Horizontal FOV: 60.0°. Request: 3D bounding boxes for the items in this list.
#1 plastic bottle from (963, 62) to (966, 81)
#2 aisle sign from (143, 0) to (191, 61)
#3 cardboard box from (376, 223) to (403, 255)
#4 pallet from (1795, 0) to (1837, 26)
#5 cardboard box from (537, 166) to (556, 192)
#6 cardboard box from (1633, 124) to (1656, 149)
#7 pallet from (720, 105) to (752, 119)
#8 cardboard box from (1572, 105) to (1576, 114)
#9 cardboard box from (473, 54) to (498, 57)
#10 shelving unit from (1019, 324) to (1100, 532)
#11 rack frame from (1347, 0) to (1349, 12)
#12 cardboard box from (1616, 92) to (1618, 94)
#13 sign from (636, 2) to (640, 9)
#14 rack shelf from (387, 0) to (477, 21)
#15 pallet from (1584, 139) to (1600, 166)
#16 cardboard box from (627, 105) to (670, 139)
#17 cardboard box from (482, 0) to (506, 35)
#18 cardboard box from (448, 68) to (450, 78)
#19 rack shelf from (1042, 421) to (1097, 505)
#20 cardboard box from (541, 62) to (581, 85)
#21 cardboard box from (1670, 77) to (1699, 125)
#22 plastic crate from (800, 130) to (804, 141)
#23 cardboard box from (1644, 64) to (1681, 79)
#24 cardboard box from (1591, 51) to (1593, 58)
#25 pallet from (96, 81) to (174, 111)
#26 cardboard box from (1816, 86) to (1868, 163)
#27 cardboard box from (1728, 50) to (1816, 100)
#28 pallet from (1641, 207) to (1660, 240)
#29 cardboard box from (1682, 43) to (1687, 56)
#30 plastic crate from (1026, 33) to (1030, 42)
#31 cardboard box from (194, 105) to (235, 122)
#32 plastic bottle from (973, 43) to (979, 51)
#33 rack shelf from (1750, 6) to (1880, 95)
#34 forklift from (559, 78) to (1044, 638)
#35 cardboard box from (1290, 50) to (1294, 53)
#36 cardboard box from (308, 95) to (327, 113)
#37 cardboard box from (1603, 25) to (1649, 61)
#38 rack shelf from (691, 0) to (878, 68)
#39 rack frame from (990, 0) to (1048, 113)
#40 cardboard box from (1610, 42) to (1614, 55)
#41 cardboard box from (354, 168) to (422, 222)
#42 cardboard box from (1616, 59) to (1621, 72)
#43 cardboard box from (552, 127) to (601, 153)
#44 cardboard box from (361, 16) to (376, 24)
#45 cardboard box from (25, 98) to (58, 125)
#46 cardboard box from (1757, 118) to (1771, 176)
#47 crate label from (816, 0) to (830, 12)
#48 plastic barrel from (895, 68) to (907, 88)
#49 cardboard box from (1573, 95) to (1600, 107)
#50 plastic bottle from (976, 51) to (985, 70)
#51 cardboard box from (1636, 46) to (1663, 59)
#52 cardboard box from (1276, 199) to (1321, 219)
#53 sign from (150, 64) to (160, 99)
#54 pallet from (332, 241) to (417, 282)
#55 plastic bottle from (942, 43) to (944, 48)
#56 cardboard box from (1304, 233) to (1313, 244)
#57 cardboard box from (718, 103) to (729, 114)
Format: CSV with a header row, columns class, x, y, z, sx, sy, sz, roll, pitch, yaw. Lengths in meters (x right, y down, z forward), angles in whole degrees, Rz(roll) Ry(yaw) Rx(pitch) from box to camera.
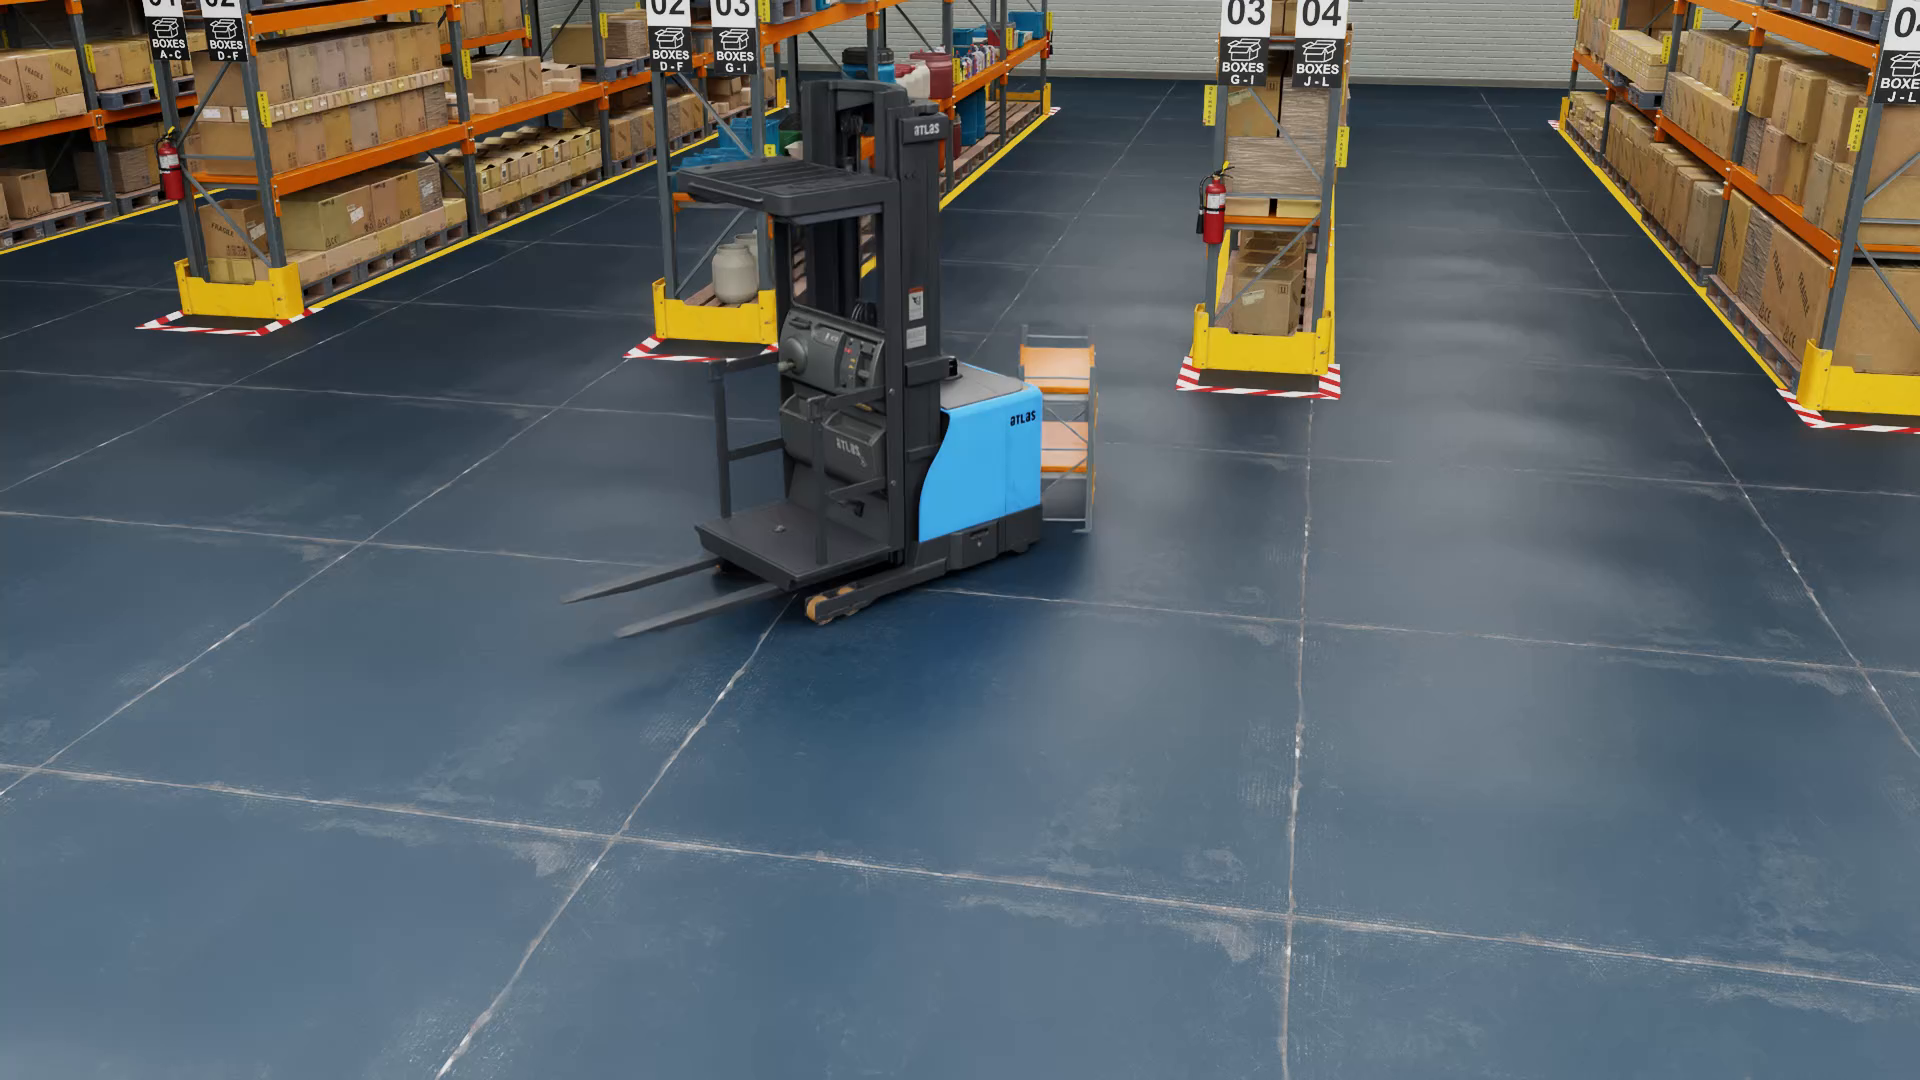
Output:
class,x,y,z,sx,sy,sz,roll,pitch,yaw
plastic bottle,0.032,-6.612,23.427,0.097,0.271,0.097,0,22,0
aisle sign,-7.373,-4.852,15.407,0.394,0.787,0.004,4,22,11
cardboard box,-6.437,-3.295,18.139,0.500,0.250,0.500,4,22,11
pallet,7.848,-4.546,14.231,1.003,0.211,1.213,4,22,11
cardboard box,-5.618,-4.721,21.680,0.500,0.250,0.500,5,22,12
cardboard box,9.067,-5.241,21.632,0.500,0.250,0.500,5,22,12
pallet,-4.236,-7.442,29.049,1.003,0.211,1.213,4,22,11
cardboard box,10.255,-7.071,27.250,0.380,0.149,0.250,4,22,11
cardboard box,-8.873,-9.009,31.124,0.380,0.149,0.250,5,22,11
shelving unit,0.654,-0.777,11.278,0.538,1.125,1.048,1,22,3
rack frame,2.625,-5.674,12.897,1.000,3.000,0.127,4,22,11
cardboard box,10.865,-7.264,27.331,0.380,0.149,0.250,5,22,12
sign,-5.156,-8.477,26.728,0.100,0.325,0.005,4,22,11
rack shelf,-5.848,-6.900,20.919,1.077,0.370,4.000,4,22,11
pallet,10.011,-5.820,25.022,1.003,0.211,1.213,4,22,11
cardboard box,-4.757,-6.329,25.311,0.500,0.500,0.500,4,22,9
cardboard box,-8.890,-9.561,30.176,0.980,0.700,0.700,4,22,10
cardboard box,-8.972,-8.126,28.931,0.380,0.149,0.250,5,23,13
rack shelf,0.654,-0.551,11.369,0.538,0.278,1.000,1,22,3
cardboard box,-5.557,-6.403,22.856,0.500,0.311,0.500,6,23,14
cardboard box,8.635,-5.119,19.415,0.500,0.500,0.500,4,22,10
plastic crate,-1.368,-4.238,17.559,0.499,0.251,0.616,4,22,11
cardboard box,8.747,-5.834,20.700,0.380,0.149,0.250,5,22,12
cardboard box,10.143,-7.637,26.137,0.380,0.149,0.250,4,22,10
pallet,-10.808,-5.667,21.166,1.003,0.211,1.213,4,22,11
cardboard box,7.595,-3.388,13.604,0.875,0.550,0.550,4,22,11
cardboard box,8.475,-4.820,17.334,0.700,0.500,0.500,4,22,10
pallet,8.858,-3.826,20.072,1.003,0.211,1.213,4,22,11
cardboard box,9.643,-6.392,21.686,0.380,0.149,0.250,5,23,13
plastic crate,0.978,-8.609,28.488,0.396,0.136,0.243,4,22,11
cardboard box,-7.181,-4.150,16.140,0.380,0.149,0.250,4,22,10
plastic bottle,0.216,-7.285,24.993,0.144,0.351,0.185,4,22,11
rack shelf,7.868,-4.266,14.378,1.077,0.370,4.000,4,22,11
forklift,-0.909,-1.093,9.643,3.031,2.935,1.130,-18,28,-37
cardboard box,3.415,-4.451,16.021,0.500,0.500,0.500,4,22,11
cardboard box,-6.624,-4.403,16.768,0.380,0.149,0.250,4,22,10
cardboard box,9.731,-7.248,24.303,0.500,0.500,0.500,4,22,11
rack shelf,-1.816,-5.058,16.346,1.077,0.370,4.000,4,22,11
rack frame,1.041,-9.121,29.485,1.000,3.000,0.127,4,22,11
cardboard box,9.327,-6.878,23.291,0.380,0.149,0.250,4,22,10
cardboard box,-6.349,-3.827,18.455,0.500,0.500,0.500,4,22,11
cardboard box,9.168,-6.457,22.644,0.380,0.149,0.250,3,22,9
cardboard box,-5.306,-5.543,22.970,0.500,0.311,0.500,5,22,12
cardboard box,-9.527,-8.048,26.263,0.500,0.500,0.500,4,22,11
cardboard box,-11.016,-5.049,19.549,0.500,0.250,0.500,5,22,11
cardboard box,8.122,-3.670,15.751,0.875,0.550,0.550,4,22,11
crate label,-1.519,-5.251,16.060,0.502,0.251,0.408,4,22,11
plastic barrel,-0.848,-5.397,20.056,0.433,0.535,0.433,0,22,0
cardboard box,10.170,-7.118,26.971,0.380,0.149,0.250,4,22,11
plastic bottle,0.283,-7.113,24.667,0.152,0.276,0.135,4,22,11
cardboard box,8.901,-6.256,21.350,0.380,0.149,0.250,5,22,13
cardboard box,2.916,-2.861,14.279,0.380,0.149,0.250,4,22,11
sign,-7.601,-4.342,15.751,0.100,0.325,0.005,4,22,11
pallet,-6.706,-3.082,18.224,1.003,0.211,1.213,4,22,11
plastic bottle,-0.268,-7.502,25.622,0.061,0.283,0.133,4,22,11
cardboard box,3.587,-3.622,18.589,0.700,0.500,0.500,3,22,7
cardboard box,-4.160,-7.381,28.368,0.380,0.166,0.250,4,22,11
